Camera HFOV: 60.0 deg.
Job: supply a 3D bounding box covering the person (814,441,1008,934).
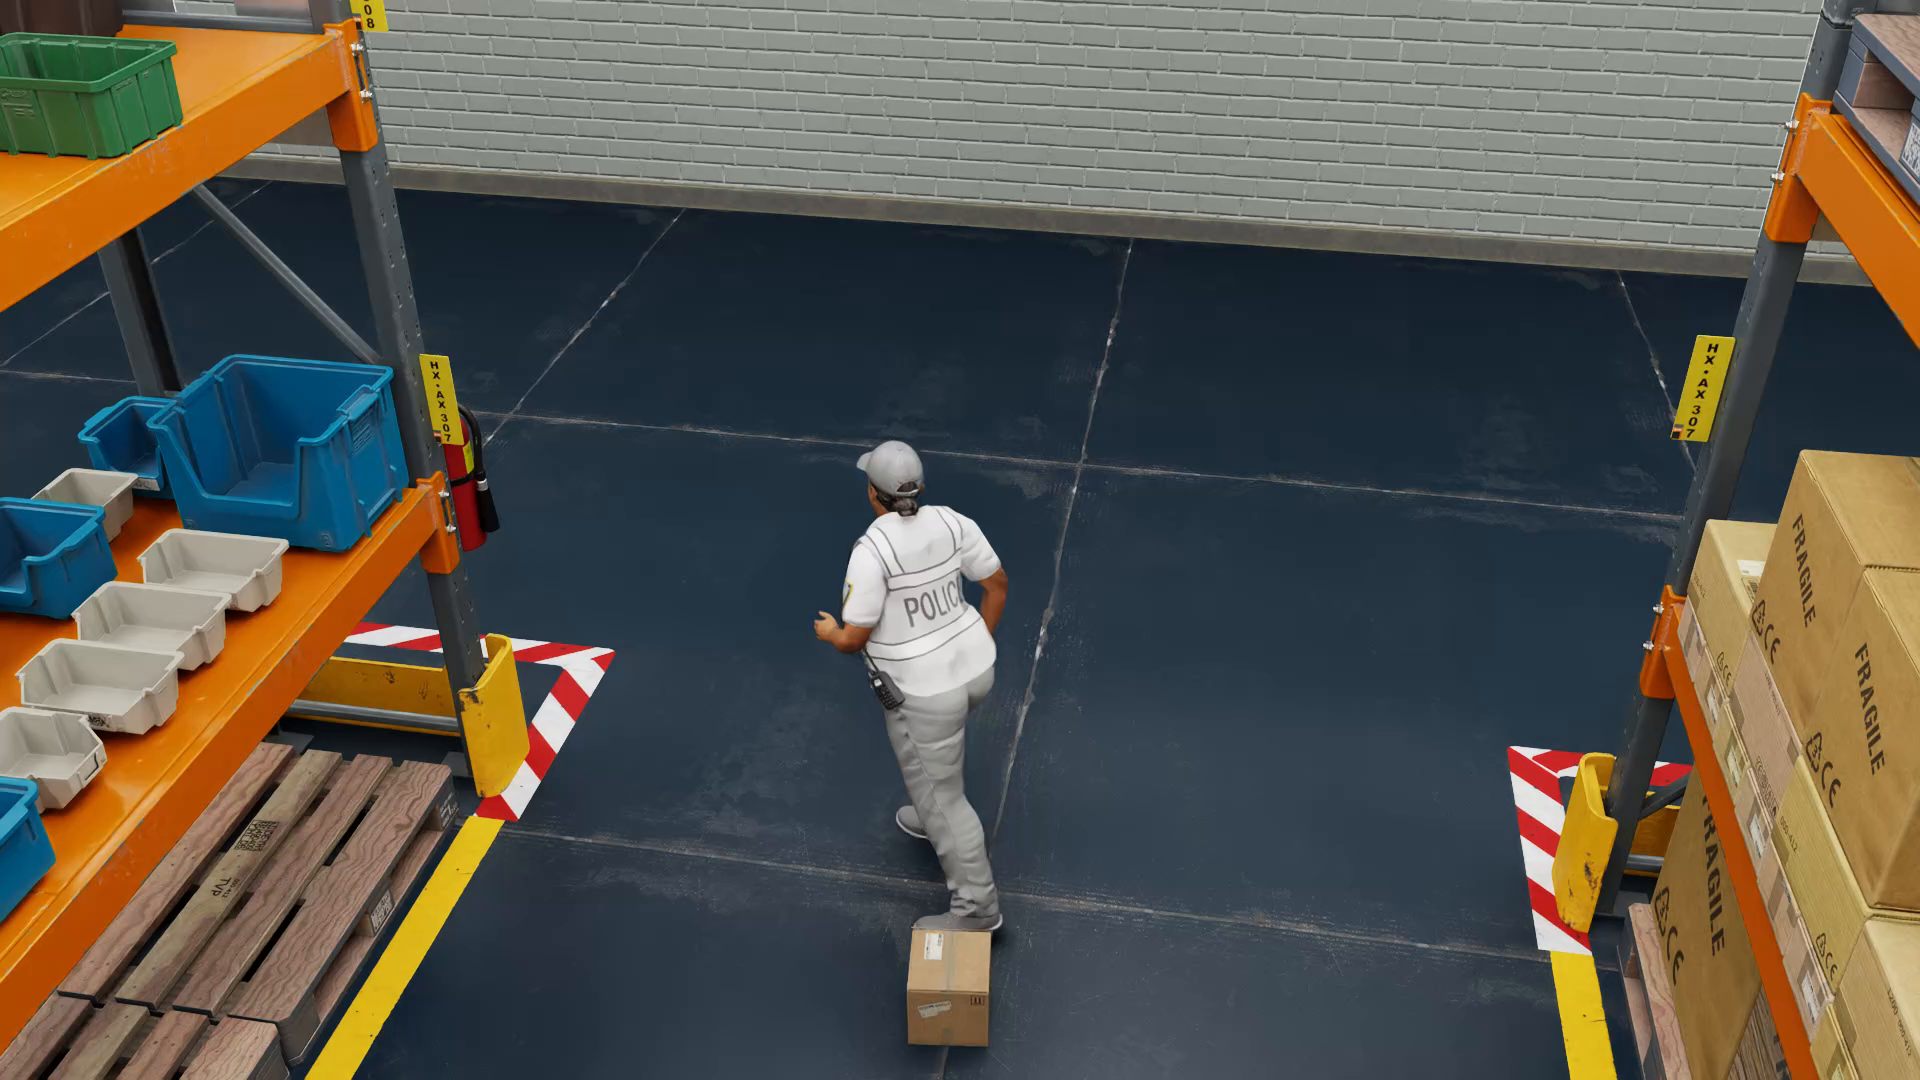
[{"bbox_3d":[-0.128,0.486,5.445,0.832,1.596,0.658,20,38,28],"label":"person"}]
